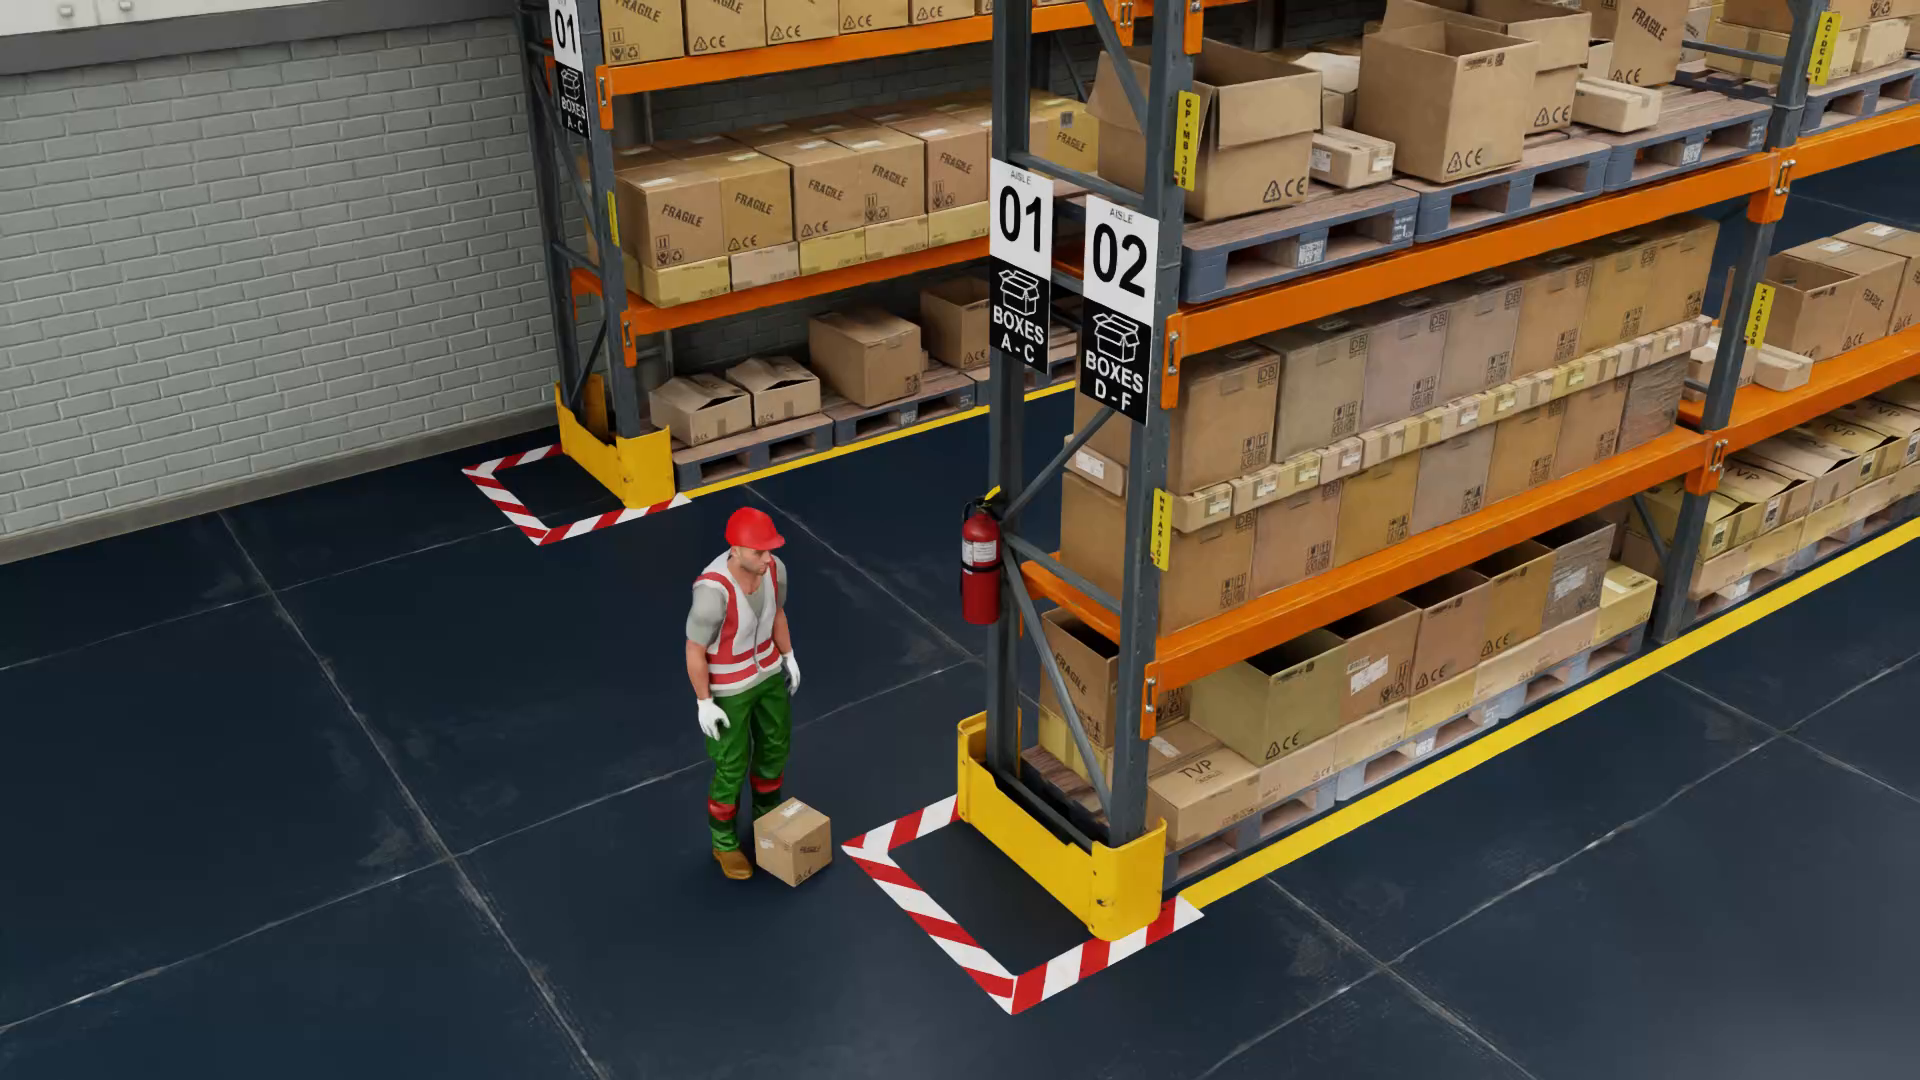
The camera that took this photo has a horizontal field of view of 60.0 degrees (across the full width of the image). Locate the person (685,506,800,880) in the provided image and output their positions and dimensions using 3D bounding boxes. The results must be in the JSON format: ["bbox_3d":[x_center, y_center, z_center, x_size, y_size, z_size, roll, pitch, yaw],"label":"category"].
[{"bbox_3d":[-0.943,0.646,7.411,0.451,1.778,0.600,22,35,35],"label":"person"}]
